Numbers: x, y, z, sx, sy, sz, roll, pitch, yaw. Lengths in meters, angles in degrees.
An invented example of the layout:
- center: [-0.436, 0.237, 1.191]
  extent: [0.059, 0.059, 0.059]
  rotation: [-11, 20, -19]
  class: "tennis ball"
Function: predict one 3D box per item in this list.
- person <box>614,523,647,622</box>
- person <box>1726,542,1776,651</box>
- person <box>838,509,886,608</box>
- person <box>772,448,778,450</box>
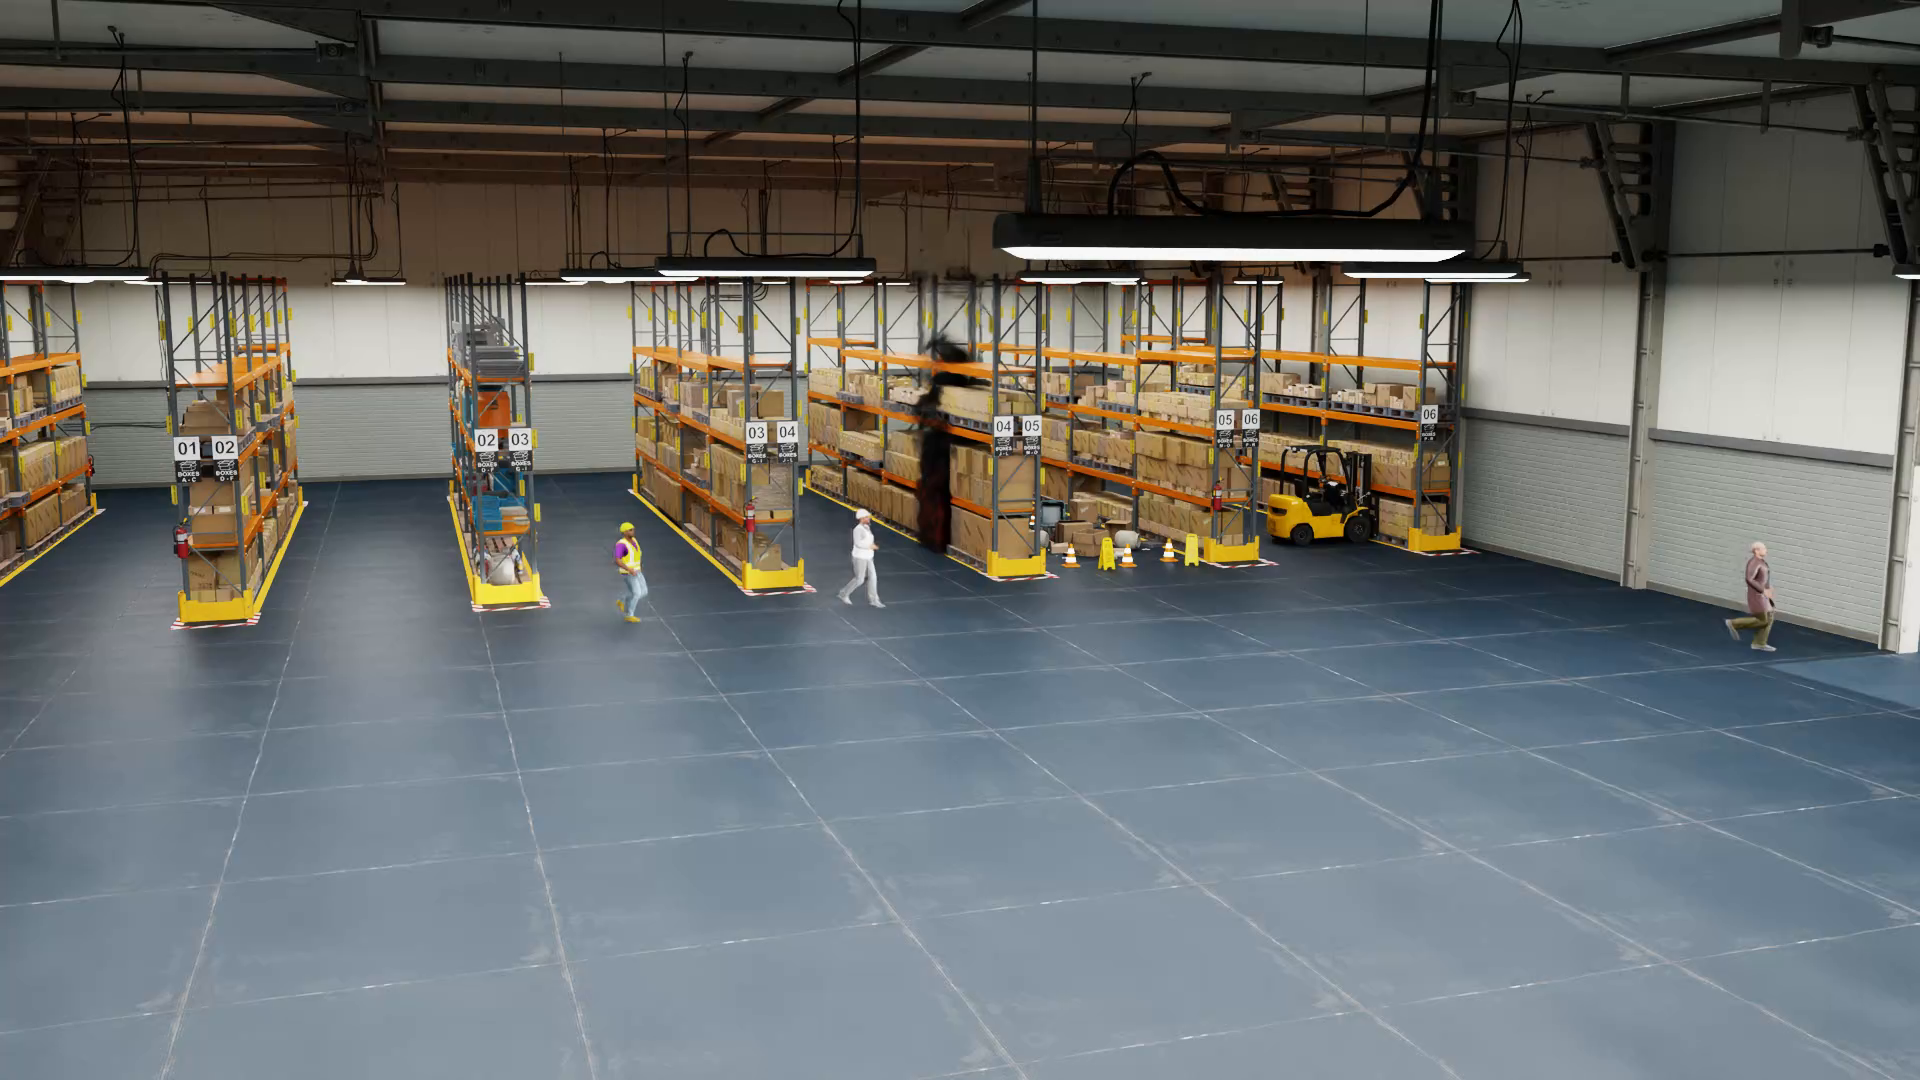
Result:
- center: [-5.704, 0.551, 28.769]
  extent: [0.506, 1.728, 0.699]
  rotation: [2, 9, 14]
  class: "person"
- center: [12.681, 0.893, 26.472]
  extent: [0.686, 1.743, 0.711]
  rotation: [5, 10, 31]
  class: "person"
- center: [-1.769, 0.333, 29.988]
  extent: [0.849, 1.805, 0.677]
  rotation: [2, 9, 16]
  class: "person"
- center: [-5.558, -2.416, 48.821]
  extent: [0.741, 1.564, 0.661]
  rotation: [3, 9, 19]
  class: "person"
